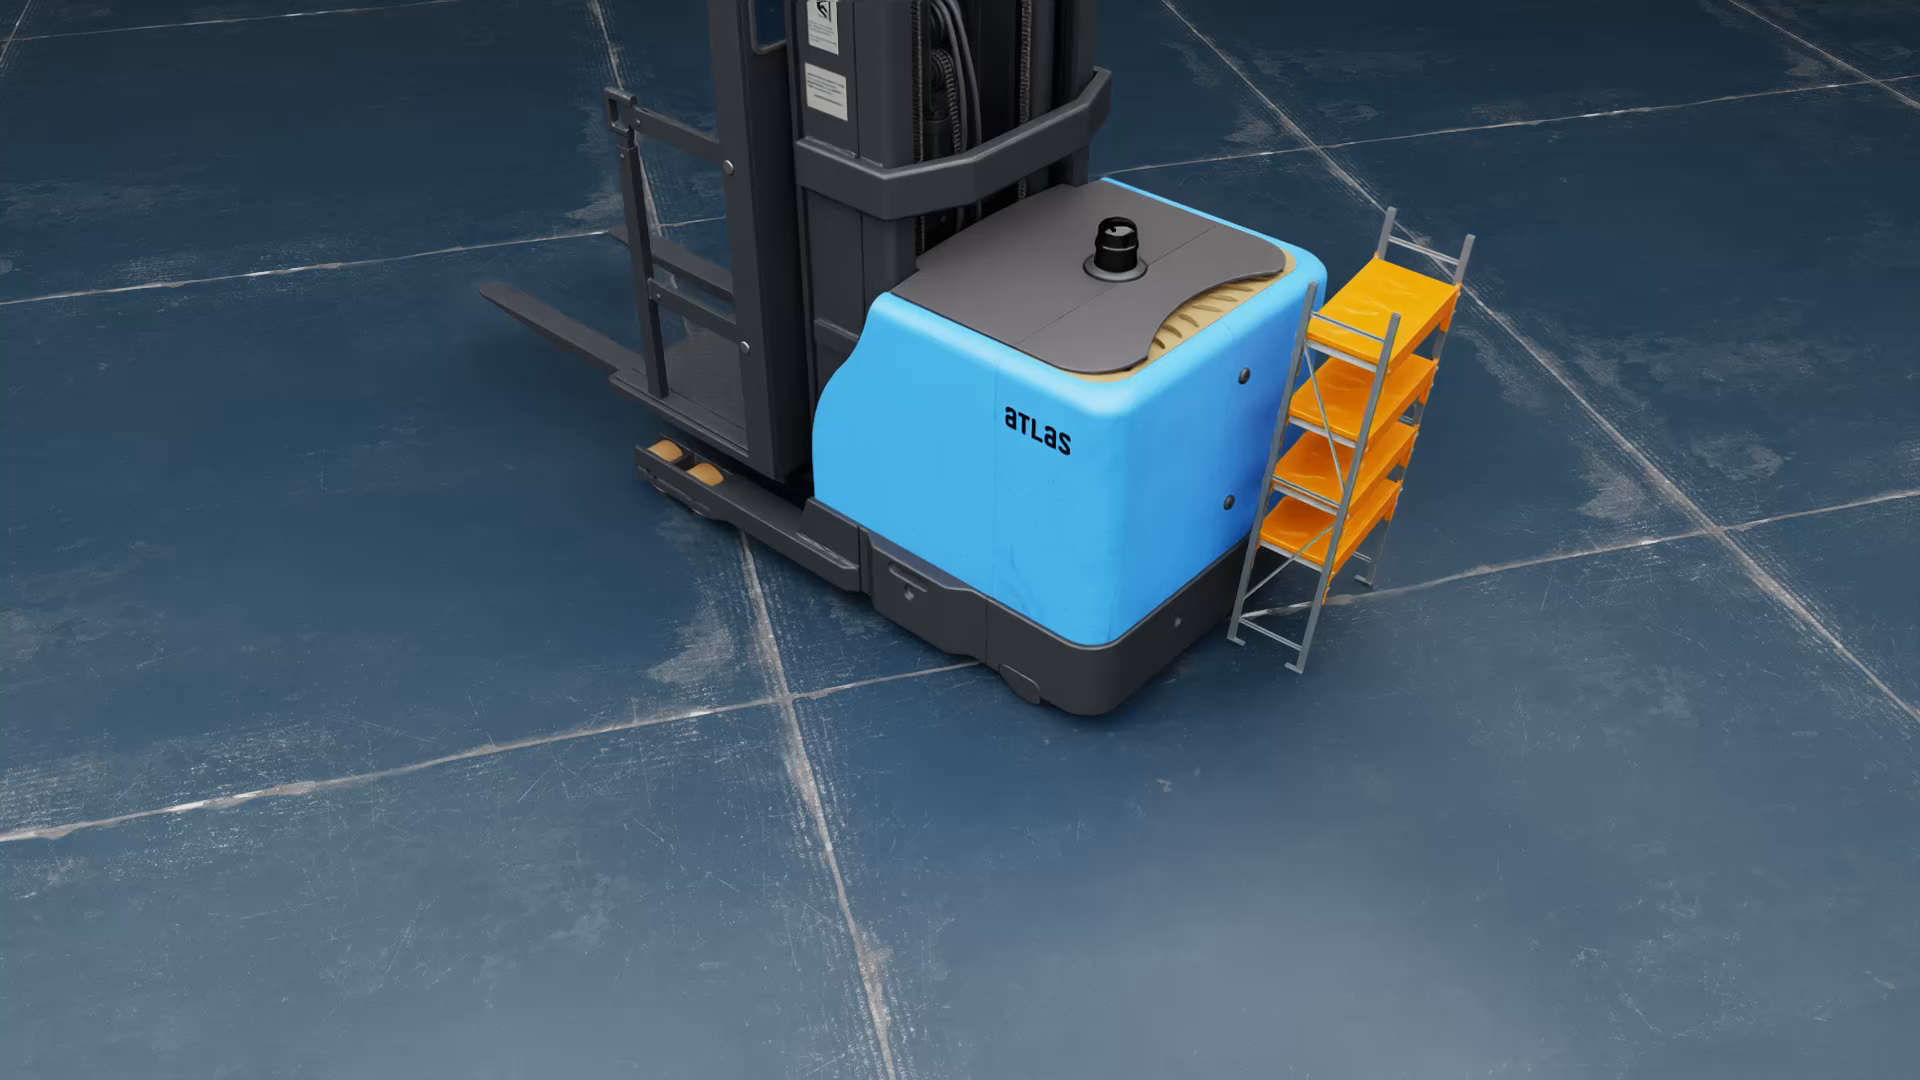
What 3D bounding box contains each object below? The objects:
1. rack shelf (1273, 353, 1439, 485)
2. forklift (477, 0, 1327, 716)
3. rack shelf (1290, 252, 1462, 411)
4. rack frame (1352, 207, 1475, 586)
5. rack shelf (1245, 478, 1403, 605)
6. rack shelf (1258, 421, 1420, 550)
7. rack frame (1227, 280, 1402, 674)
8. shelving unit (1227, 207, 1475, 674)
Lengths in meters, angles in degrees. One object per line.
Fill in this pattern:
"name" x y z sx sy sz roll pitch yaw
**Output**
"rack shelf" 1.066 -0.369 4.473 0.258 0.148 0.480 26 44 24
"forklift" -0.424 -1.454 4.739 3.031 2.935 1.130 29 46 32
"rack shelf" 1.081 -0.550 4.321 0.258 0.148 0.480 26 44 24
"rack frame" 1.194 -0.372 4.733 0.240 1.200 0.015 26 44 24
"rack shelf" 1.039 -0.046 4.743 0.258 0.148 0.480 26 44 24
"rack shelf" 1.052 -0.198 4.616 0.258 0.148 0.480 26 44 24
"rack frame" 0.918 -0.127 4.413 0.240 1.200 0.015 26 44 24
"shelving unit" 1.056 -0.249 4.573 0.258 1.200 0.503 26 44 24
